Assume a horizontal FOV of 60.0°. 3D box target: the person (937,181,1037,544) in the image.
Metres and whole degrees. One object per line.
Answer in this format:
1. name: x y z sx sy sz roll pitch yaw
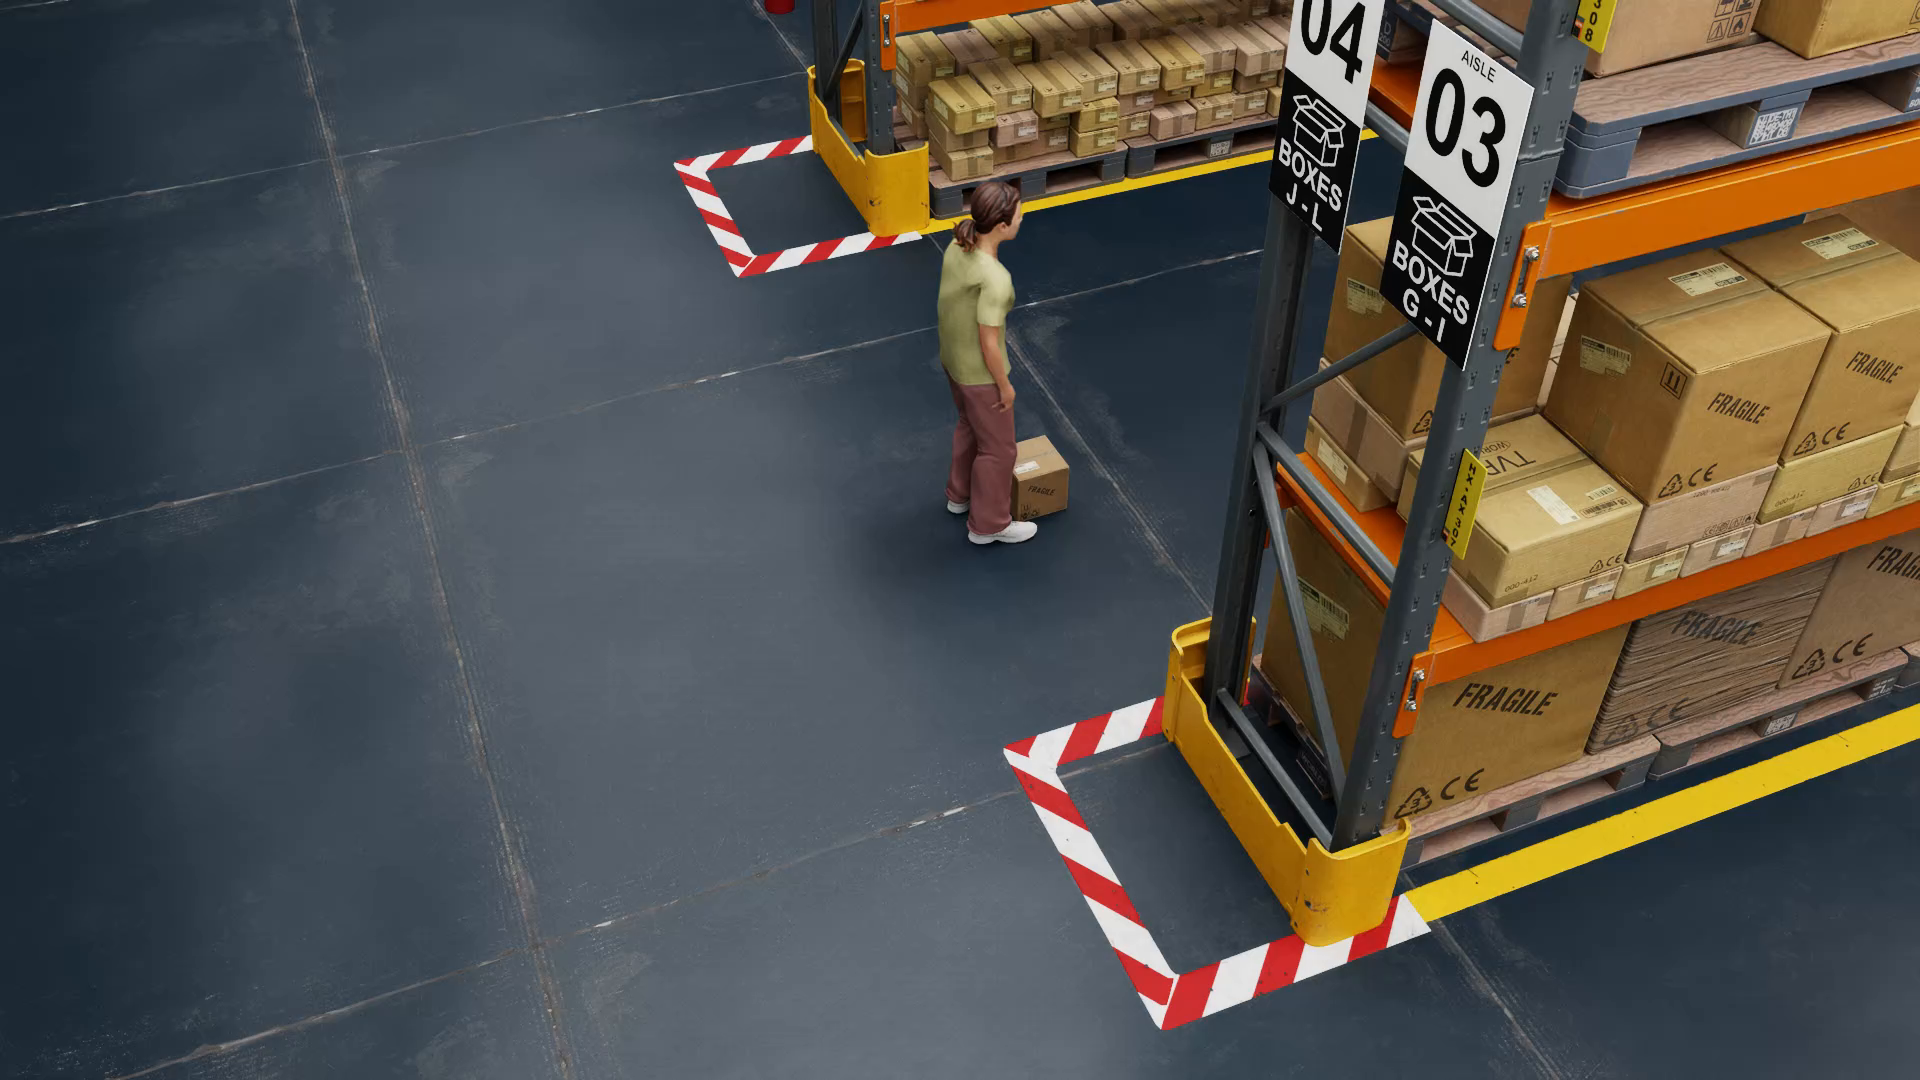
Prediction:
1. person: 0.100 -0.737 6.981 0.358 1.673 0.499 -15 44 -16
